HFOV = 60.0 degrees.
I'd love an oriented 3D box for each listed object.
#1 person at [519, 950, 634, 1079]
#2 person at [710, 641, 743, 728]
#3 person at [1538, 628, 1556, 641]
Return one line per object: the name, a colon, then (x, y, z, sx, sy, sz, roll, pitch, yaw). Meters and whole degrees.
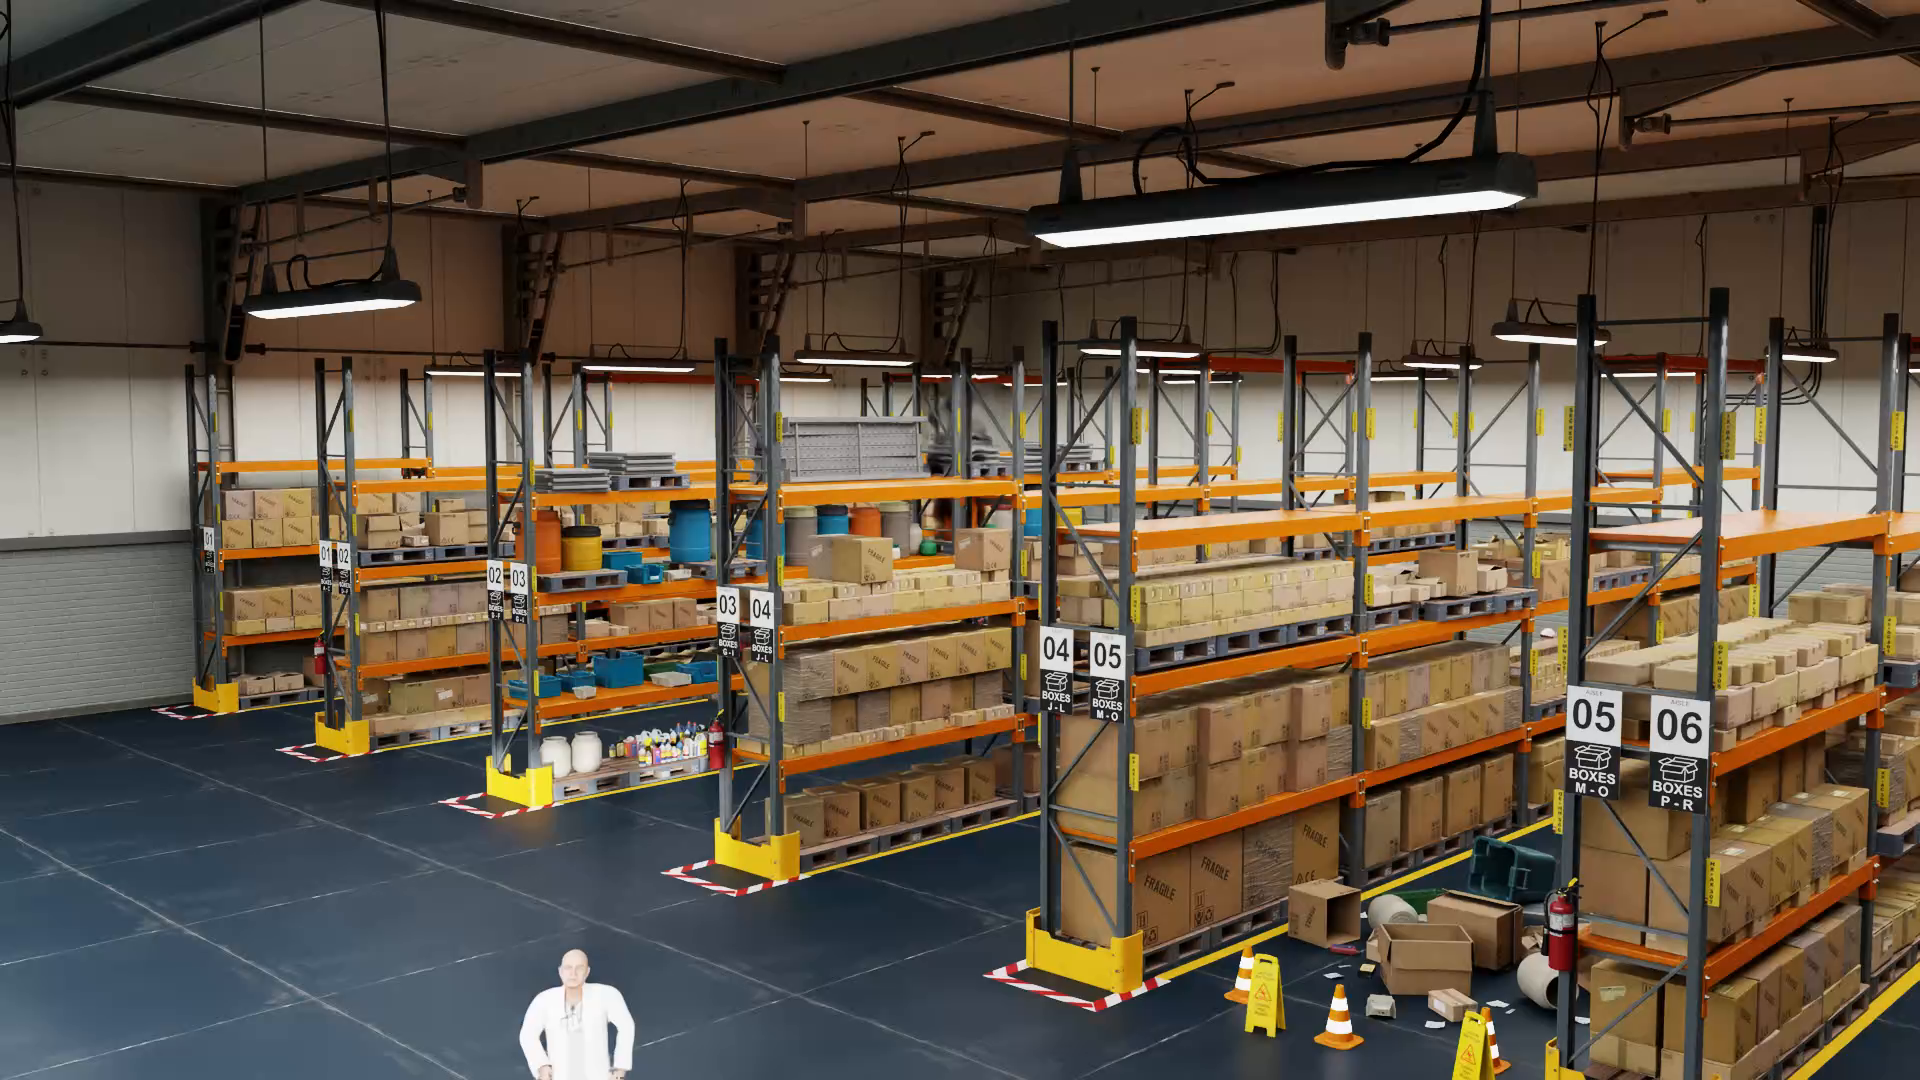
person: (-2.476, 3.493, 10.767, 0.729, 1.724, 0.716, -1, 4, -12)
person: (-3.783, 2.268, 27.156, 0.710, 1.637, 0.563, 4, 6, 43)
person: (9.304, 2.275, 26.114, 0.851, 1.798, 0.658, -3, 6, -38)
